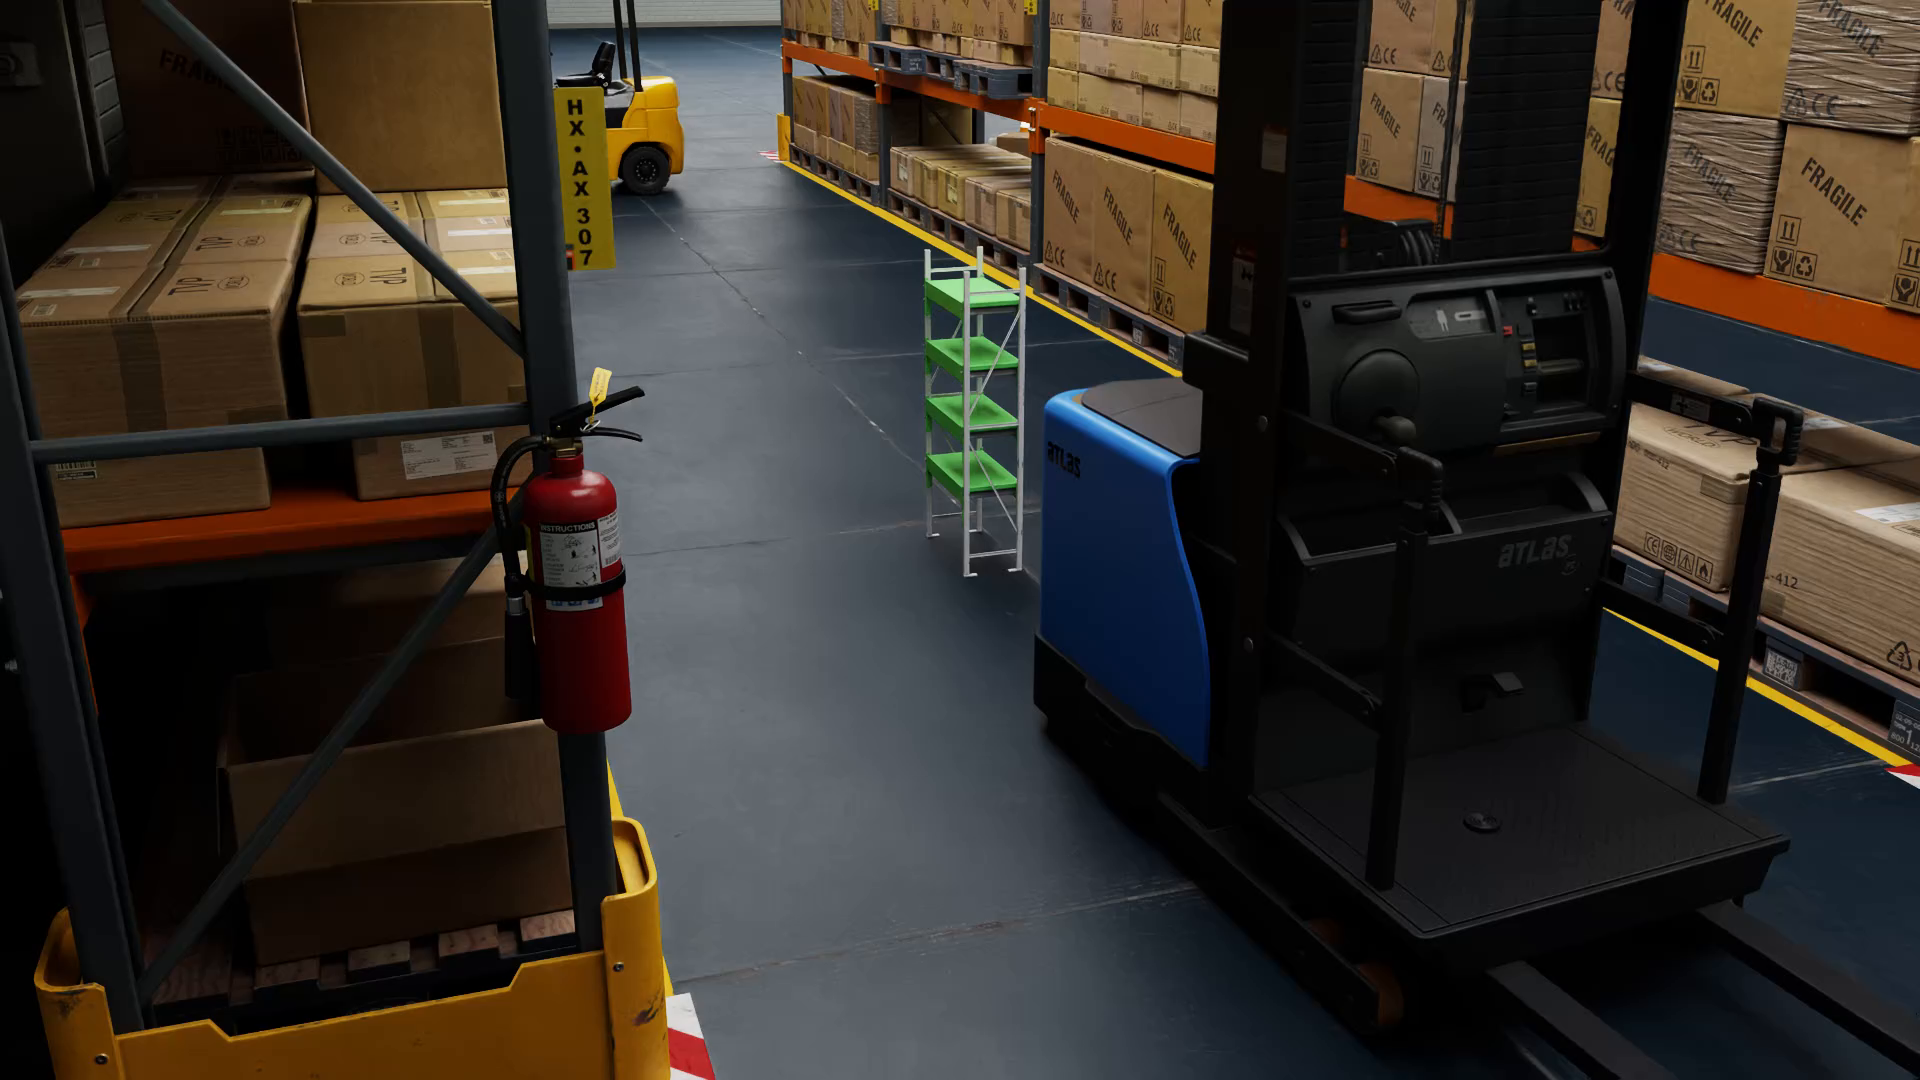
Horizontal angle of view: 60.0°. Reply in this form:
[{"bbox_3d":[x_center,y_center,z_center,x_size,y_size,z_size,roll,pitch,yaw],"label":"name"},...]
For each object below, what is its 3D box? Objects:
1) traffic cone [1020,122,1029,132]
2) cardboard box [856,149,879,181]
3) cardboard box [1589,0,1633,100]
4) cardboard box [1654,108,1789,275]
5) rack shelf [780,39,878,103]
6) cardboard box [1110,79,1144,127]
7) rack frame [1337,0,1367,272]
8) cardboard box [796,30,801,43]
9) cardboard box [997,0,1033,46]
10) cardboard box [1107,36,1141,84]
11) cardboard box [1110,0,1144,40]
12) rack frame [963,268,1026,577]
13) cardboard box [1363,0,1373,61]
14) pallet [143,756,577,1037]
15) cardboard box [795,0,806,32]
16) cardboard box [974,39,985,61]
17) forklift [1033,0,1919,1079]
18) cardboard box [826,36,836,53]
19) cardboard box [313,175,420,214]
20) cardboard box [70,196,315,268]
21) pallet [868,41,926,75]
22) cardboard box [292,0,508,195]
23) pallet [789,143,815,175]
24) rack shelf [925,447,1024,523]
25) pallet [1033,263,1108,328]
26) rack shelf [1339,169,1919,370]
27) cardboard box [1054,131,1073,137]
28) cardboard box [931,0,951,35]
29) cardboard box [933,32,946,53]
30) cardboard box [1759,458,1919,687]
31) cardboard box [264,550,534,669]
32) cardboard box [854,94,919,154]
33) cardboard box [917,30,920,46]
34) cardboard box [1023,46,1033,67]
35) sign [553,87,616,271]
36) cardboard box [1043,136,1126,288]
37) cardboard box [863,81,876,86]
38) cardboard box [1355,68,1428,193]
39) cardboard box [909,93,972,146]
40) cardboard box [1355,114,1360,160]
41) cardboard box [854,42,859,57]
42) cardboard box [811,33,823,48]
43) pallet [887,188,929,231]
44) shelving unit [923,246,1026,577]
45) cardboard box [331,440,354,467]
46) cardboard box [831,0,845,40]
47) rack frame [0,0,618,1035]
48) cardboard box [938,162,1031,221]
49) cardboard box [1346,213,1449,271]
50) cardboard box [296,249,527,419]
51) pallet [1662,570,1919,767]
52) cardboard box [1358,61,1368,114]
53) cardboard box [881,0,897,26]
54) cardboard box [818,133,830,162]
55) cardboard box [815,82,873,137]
[{"bbox_3d":[0.788,-4.883,19.825,0.336,0.463,0.334,-6,21,-17],"label":"traffic cone"},{"bbox_3d":[-0.703,-3.631,16.036,0.500,0.250,0.500,-5,20,-15],"label":"cardboard box"},{"bbox_3d":[2.632,-1.848,5.997,0.500,0.500,0.500,-7,21,-18],"label":"cardboard box"},{"bbox_3d":[2.793,-1.216,5.717,0.500,0.500,0.500,-6,21,-16],"label":"cardboard box"},{"bbox_3d":[-0.890,-4.870,17.102,1.077,0.370,4.000,-6,21,-17],"label":"rack shelf"},{"bbox_3d":[1.248,-2.697,10.209,0.500,0.250,0.500,-6,21,-15],"label":"cardboard box"},{"bbox_3d":[2.253,-1.999,8.046,1.000,3.000,0.127,-6,21,-17],"label":"rack frame"},{"bbox_3d":[-1.609,-5.601,18.445,0.380,0.149,0.250,-6,21,-17],"label":"cardboard box"},{"bbox_3d":[0.589,-3.784,11.805,0.500,0.500,0.500,-7,21,-19],"label":"cardboard box"},{"bbox_3d":[1.227,-2.932,10.124,0.500,0.250,0.500,-6,21,-17],"label":"cardboard box"},{"bbox_3d":[1.231,-3.291,10.013,0.500,0.500,0.500,-6,21,-16],"label":"cardboard box"},{"bbox_3d":[0.129,-0.433,6.348,0.240,1.200,0.015,-6,21,-17],"label":"rack frame"},{"bbox_3d":[1.874,-2.634,8.185,0.500,0.500,0.500,-6,21,-15],"label":"cardboard box"},{"bbox_3d":[-1.476,0.845,4.252,1.003,0.211,1.213,-6,21,-17],"label":"pallet"},{"bbox_3d":[-1.468,-5.690,17.733,0.500,0.500,0.500,-6,21,-16],"label":"cardboard box"},{"bbox_3d":[0.323,-3.679,12.471,0.380,0.149,0.250,-7,21,-20],"label":"cardboard box"},{"bbox_3d":[1.282,-0.419,3.748,1.130,2.935,3.031,-8,21,-22],"label":"forklift"},{"bbox_3d":[-1.142,-5.009,16.796,0.380,0.149,0.250,-6,21,-17],"label":"cardboard box"},{"bbox_3d":[-1.590,-0.917,4.813,0.500,0.250,0.500,-7,21,-19],"label":"cardboard box"},{"bbox_3d":[-1.910,-0.701,4.213,0.500,0.250,0.500,-6,21,-15],"label":"cardboard box"},{"bbox_3d":[-0.160,-4.216,14.500,1.003,0.211,1.213,-6,21,-17],"label":"pallet"},{"bbox_3d":[-1.560,-1.265,4.674,0.500,0.500,0.500,-6,21,-16],"label":"cardboard box"},{"bbox_3d":[-1.273,-4.249,18.434,1.003,0.211,1.213,-6,21,-17],"label":"pallet"},{"bbox_3d":[0.052,-0.226,6.669,0.258,0.148,0.480,-6,21,-17],"label":"rack shelf"},{"bbox_3d":[1.172,-1.710,11.364,1.003,0.211,1.213,-6,21,-17],"label":"pallet"},{"bbox_3d":[2.881,-1.019,6.380,1.077,0.370,4.000,-6,21,-17],"label":"rack shelf"},{"bbox_3d":[1.437,-4.381,18.369,0.637,0.503,0.797,12,23,30],"label":"cardboard box"},{"bbox_3d":[0.085,-4.286,13.202,0.500,0.500,0.500,-7,21,-19],"label":"cardboard box"},{"bbox_3d":[-0.005,-4.014,13.405,0.380,0.149,0.250,-6,20,-15],"label":"cardboard box"},{"bbox_3d":[3.208,0.091,5.394,0.875,0.438,0.875,-7,21,-19],"label":"cardboard box"},{"bbox_3d":[-1.535,0.307,4.702,0.700,0.500,0.500,-6,20,-15],"label":"cardboard box"},{"bbox_3d":[-0.702,-3.985,15.910,0.500,0.500,0.500,-7,21,-18],"label":"cardboard box"},{"bbox_3d":[-0.156,-4.271,14.121,0.380,0.149,0.250,-5,20,-14],"label":"cardboard box"},{"bbox_3d":[0.669,-3.443,11.814,0.380,0.149,0.250,-6,21,-15],"label":"cardboard box"},{"bbox_3d":[-0.686,-0.652,3.015,0.100,0.325,0.005,-6,21,-17],"label":"sign"},{"bbox_3d":[1.134,-2.250,11.266,0.875,0.875,0.875,-7,21,-18],"label":"cardboard box"},{"bbox_3d":[-0.700,-4.548,17.477,0.500,0.500,0.500,-7,21,-18],"label":"cardboard box"},{"bbox_3d":[2.152,-1.868,7.532,0.500,0.500,0.500,-6,21,-15],"label":"cardboard box"},{"bbox_3d":[-0.191,-4.041,16.067,0.500,0.500,0.500,-5,20,-15],"label":"cardboard box"},{"bbox_3d":[1.872,-2.046,8.397,0.500,0.250,0.500,-7,21,-18],"label":"cardboard box"},{"bbox_3d":[-0.810,-4.772,16.136,0.380,0.149,0.250,-7,21,-18],"label":"cardboard box"},{"bbox_3d":[-1.360,-5.262,17.501,0.380,0.149,0.250,-6,21,-16],"label":"cardboard box"},{"bbox_3d":[-0.016,-3.005,14.969,1.003,0.211,1.213,-6,21,-17],"label":"pallet"},{"bbox_3d":[0.052,-0.512,6.566,0.258,1.200,0.503,-6,21,-17],"label":"shelving unit"},{"bbox_3d":[-1.168,-0.280,3.631,0.380,0.149,0.250,-6,21,-16],"label":"cardboard box"},{"bbox_3d":[-0.973,-5.200,16.370,0.500,0.500,0.500,-6,21,-16],"label":"cardboard box"},{"bbox_3d":[-1.201,-0.187,3.000,1.000,3.000,0.127,-6,21,-17],"label":"rack frame"},{"bbox_3d":[0.355,-2.906,13.837,0.950,0.372,0.625,-6,21,-15],"label":"cardboard box"},{"bbox_3d":[1.982,-1.388,8.864,0.875,0.875,0.875,-6,21,-16],"label":"cardboard box"},{"bbox_3d":[-1.088,-0.431,3.461,0.500,0.250,0.500,-6,21,-17],"label":"cardboard box"},{"bbox_3d":[3.184,0.348,5.635,1.003,0.211,1.213,-6,21,-17],"label":"pallet"},{"bbox_3d":[1.883,-2.280,8.309,0.500,0.250,0.500,-6,21,-17],"label":"cardboard box"},{"bbox_3d":[-0.387,-4.770,14.551,0.500,0.500,0.500,-6,21,-16],"label":"cardboard box"},{"bbox_3d":[-1.191,-4.127,17.416,0.500,0.250,0.500,-5,20,-14],"label":"cardboard box"},{"bbox_3d":[-1.202,-4.482,17.294,0.500,0.500,0.500,-6,21,-16],"label":"cardboard box"}]
